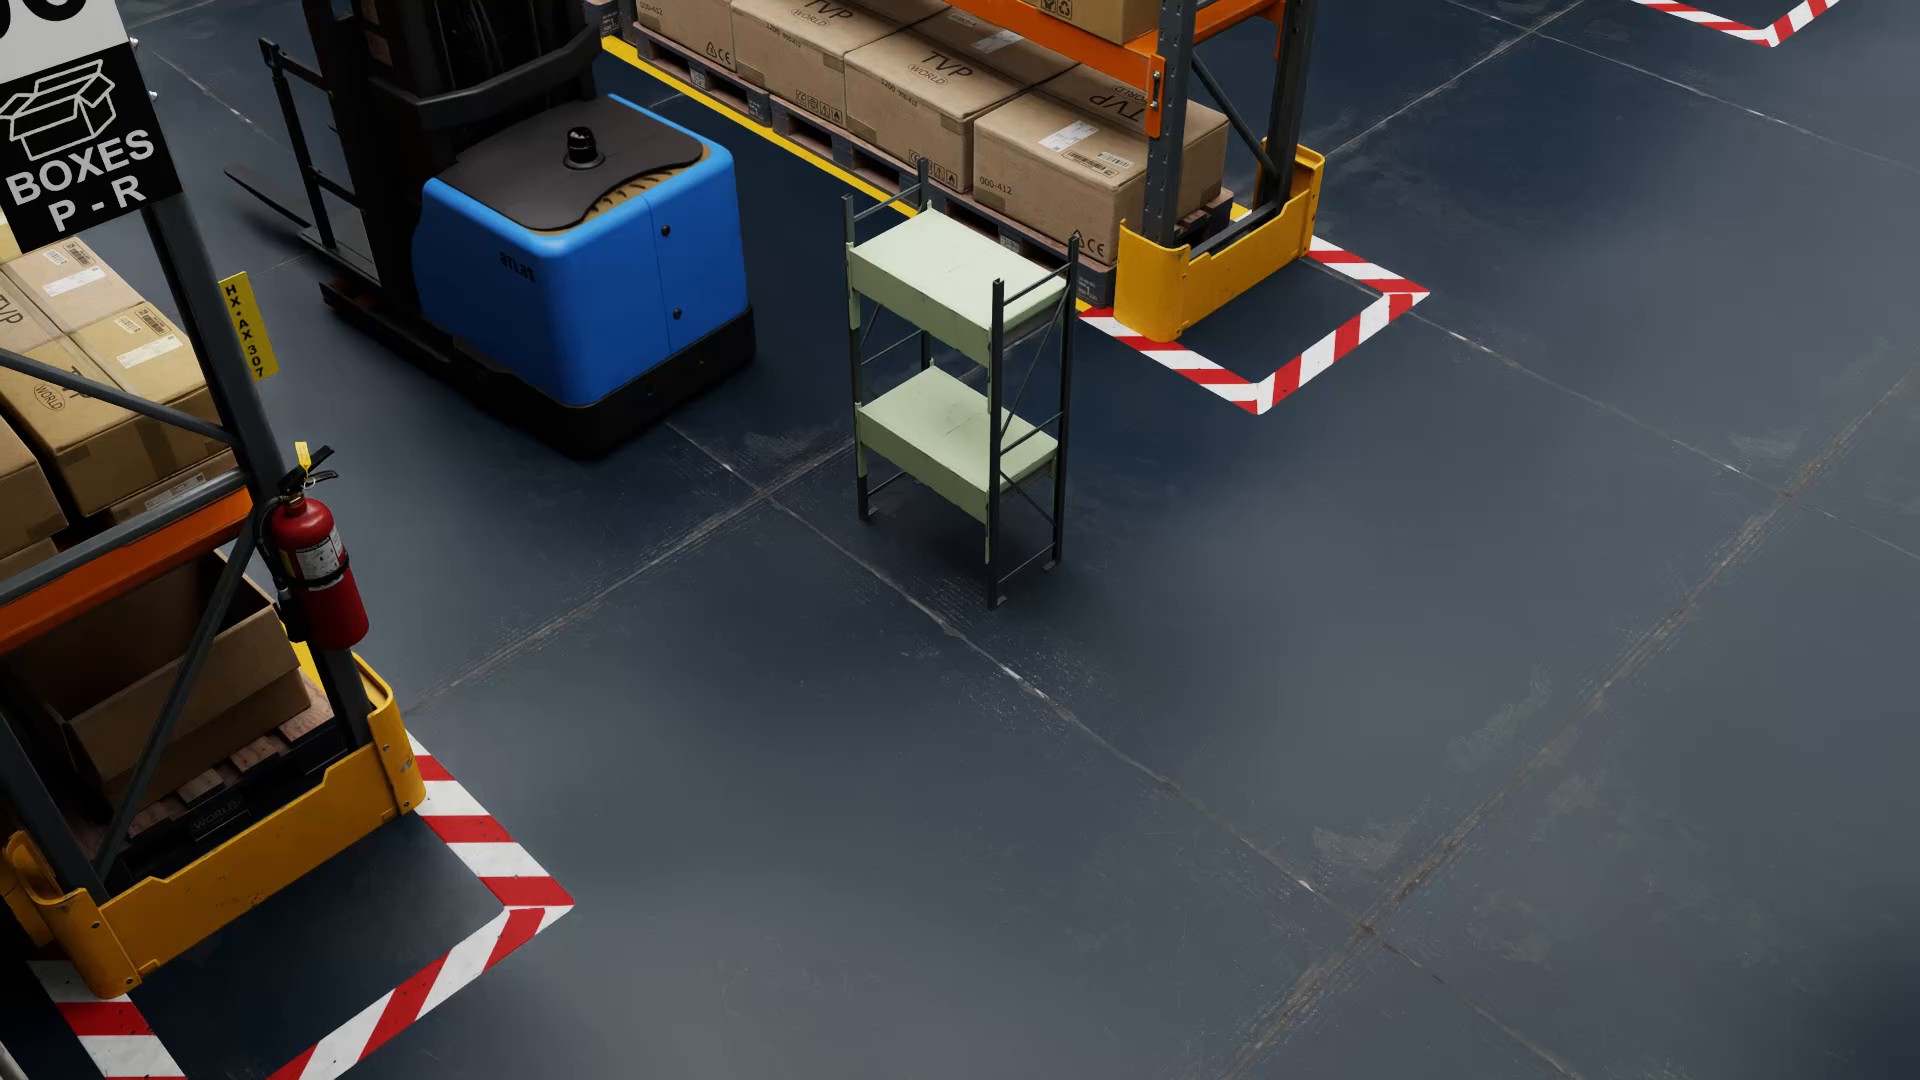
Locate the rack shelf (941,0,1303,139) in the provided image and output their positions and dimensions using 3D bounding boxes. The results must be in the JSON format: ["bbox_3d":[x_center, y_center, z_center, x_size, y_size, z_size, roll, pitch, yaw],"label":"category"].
[{"bbox_3d":[-0.199,-3.063,8.329,1.077,0.370,4.000,-34,53,-31],"label":"rack shelf"}]

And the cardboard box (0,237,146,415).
[{"bbox_3d":[-2.784,-0.629,5.056,0.500,0.250,0.500,-34,52,-31],"label":"cardboard box"}]

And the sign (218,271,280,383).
[{"bbox_3d":[-1.915,-0.564,4.457,0.100,0.325,0.005,-34,53,-31],"label":"sign"}]

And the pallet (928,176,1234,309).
[{"bbox_3d":[0.593,-1.689,8.367,1.003,0.211,1.213,-34,53,-31],"label":"pallet"}]

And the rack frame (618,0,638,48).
[{"bbox_3d":[-1.612,-4.288,9.125,1.000,3.000,0.127,-34,53,-31],"label":"rack frame"}]

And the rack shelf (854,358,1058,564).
[{"bbox_3d":[-0.005,-0.315,6.410,0.431,0.370,0.720,-34,53,-31],"label":"rack shelf"}]

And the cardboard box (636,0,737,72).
[{"bbox_3d":[-1.244,-3.148,9.470,0.875,0.438,0.875,33,52,31],"label":"cardboard box"}]

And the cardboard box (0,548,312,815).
[{"bbox_3d":[-2.663,0.438,5.541,0.637,0.503,0.797,32,52,30],"label":"cardboard box"}]

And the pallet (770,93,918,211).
[{"bbox_3d":[-0.264,-2.275,9.001,1.003,0.211,1.213,-34,53,-31],"label":"pallet"}]

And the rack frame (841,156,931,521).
[{"bbox_3d":[-0.263,-0.730,6.379,0.400,1.500,0.023,-34,53,-31],"label":"rack frame"}]

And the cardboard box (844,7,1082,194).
[{"bbox_3d":[0.024,-2.284,8.535,0.875,0.438,0.875,-33,52,-30],"label":"cardboard box"}]

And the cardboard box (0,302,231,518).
[{"bbox_3d":[-2.428,-0.387,4.794,0.500,0.250,0.500,-34,52,-31],"label":"cardboard box"}]

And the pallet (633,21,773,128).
[{"bbox_3d":[-1.130,-2.861,9.636,1.003,0.211,1.213,-34,53,-31],"label":"pallet"}]

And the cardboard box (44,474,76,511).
[{"bbox_3d":[-2.549,-0.283,4.976,0.380,0.149,0.250,-33,52,-30],"label":"cardboard box"}]

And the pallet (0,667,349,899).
[{"bbox_3d":[-2.916,0.620,5.869,1.003,0.211,1.213,-34,53,-31],"label":"pallet"}]

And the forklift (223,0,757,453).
[{"bbox_3d":[-2.367,-2.300,7.024,3.031,2.935,1.130,30,51,29],"label":"forklift"}]

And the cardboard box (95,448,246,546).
[{"bbox_3d":[-2.337,-0.183,4.867,0.250,0.149,0.380,34,52,31],"label":"cardboard box"}]

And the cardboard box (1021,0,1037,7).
[{"bbox_3d":[0.341,-2.756,7.394,0.500,0.500,0.500,33,52,31],"label":"cardboard box"}]

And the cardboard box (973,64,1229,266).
[{"bbox_3d":[0.676,-1.849,8.064,0.875,0.438,0.875,32,52,30],"label":"cardboard box"}]

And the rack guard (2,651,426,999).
[{"bbox_3d":[-2.352,0.896,5.357,1.175,0.500,0.348,-34,53,-31],"label":"rack guard"}]

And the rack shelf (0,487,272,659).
[{"bbox_3d":[-3.711,-0.682,5.753,1.077,0.370,4.000,-34,53,-31],"label":"rack shelf"}]

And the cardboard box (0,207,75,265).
[{"bbox_3d":[-3.145,-0.871,5.318,0.500,0.250,0.500,33,52,31],"label":"cardboard box"}]

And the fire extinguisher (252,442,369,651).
[{"bbox_3d":[-1.867,0.029,4.785,0.296,0.674,0.183,-34,53,-31],"label":"fire extinguisher"}]

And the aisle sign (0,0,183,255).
[{"bbox_3d":[-2.043,-1.048,3.703,0.394,0.787,0.004,-34,53,-31],"label":"aisle sign"}]

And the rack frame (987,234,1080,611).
[{"bbox_3d":[0.254,-0.378,5.999,0.400,1.500,0.023,-34,53,-31],"label":"rack frame"}]

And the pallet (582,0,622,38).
[{"bbox_3d":[-2.210,-3.599,10.434,1.003,0.211,1.213,-34,53,-31],"label":"pallet"}]

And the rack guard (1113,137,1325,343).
[{"bbox_3d":[1.230,-1.437,7.881,1.175,0.500,0.348,-34,53,-31],"label":"rack guard"}]

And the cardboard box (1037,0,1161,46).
[{"bbox_3d":[0.685,-2.508,7.125,0.500,0.500,0.500,-34,52,-31],"label":"cardboard box"}]

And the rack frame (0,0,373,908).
[{"bbox_3d":[-2.299,0.014,4.469,1.000,3.000,0.127,-34,53,-31],"label":"rack frame"}]

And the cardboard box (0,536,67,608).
[{"bbox_3d":[-2.723,0.076,4.587,0.250,0.149,0.380,34,52,31],"label":"cardboard box"}]

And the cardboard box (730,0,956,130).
[{"bbox_3d":[-0.612,-2.718,9.005,0.875,0.438,0.875,33,52,30],"label":"cardboard box"}]

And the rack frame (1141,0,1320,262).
[{"bbox_3d":[1.213,-2.366,7.045,1.000,3.000,0.127,-34,53,-31],"label":"rack frame"}]

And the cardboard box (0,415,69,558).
[{"bbox_3d":[-2.811,-0.134,4.520,0.500,0.250,0.500,-33,52,-30],"label":"cardboard box"}]

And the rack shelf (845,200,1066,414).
[{"bbox_3d":[-0.005,-0.841,5.924,0.431,0.370,0.720,-34,53,-31],"label":"rack shelf"}]

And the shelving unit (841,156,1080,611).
[{"bbox_3d":[-0.005,-0.554,6.189,0.431,1.500,0.755,-34,53,-31],"label":"shelving unit"}]

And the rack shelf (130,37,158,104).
[{"bbox_3d":[-3.711,-1.784,4.735,1.077,0.370,4.000,-34,53,-31],"label":"rack shelf"}]
